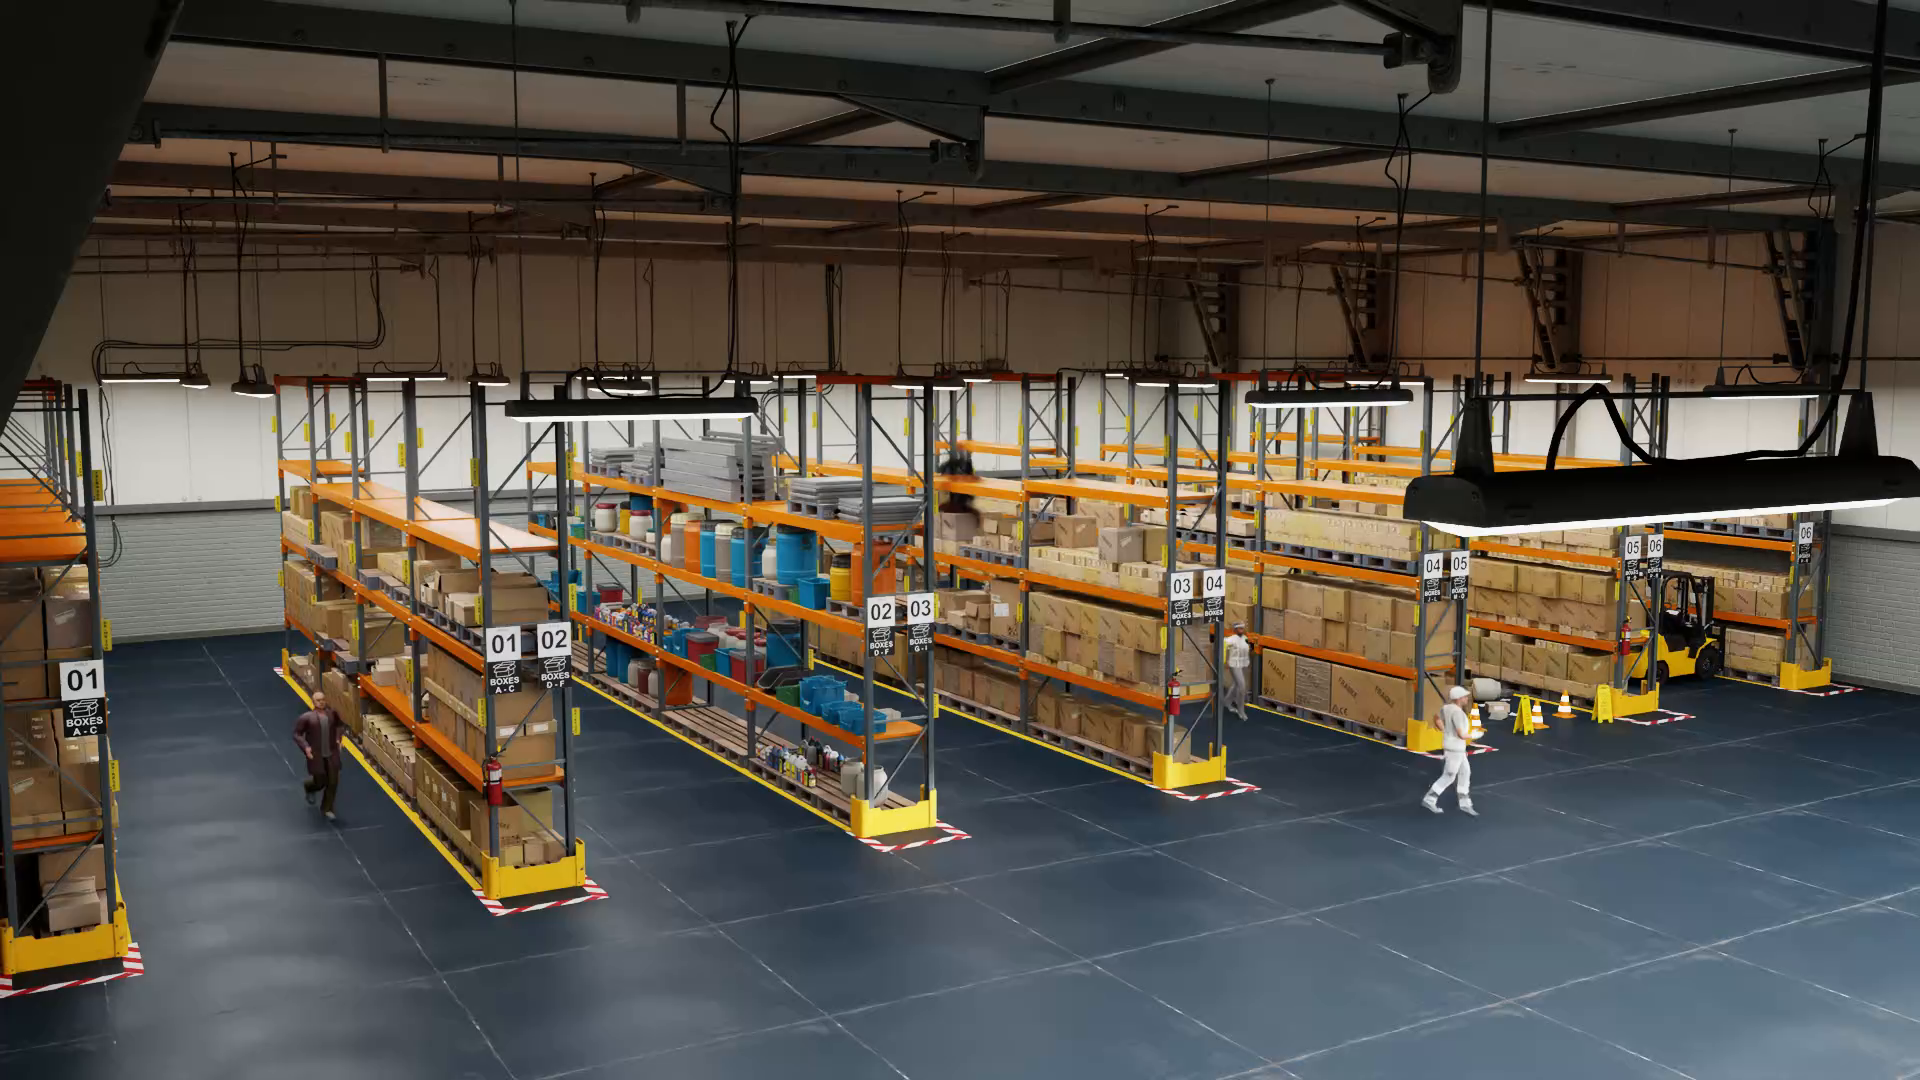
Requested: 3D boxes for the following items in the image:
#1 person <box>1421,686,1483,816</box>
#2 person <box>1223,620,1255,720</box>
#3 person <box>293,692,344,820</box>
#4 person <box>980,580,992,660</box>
[{"bbox_3d":[6.807,2.930,22.984,0.817,1.844,0.683,1,6,7],"label":"person"},{"bbox_3d":[4.905,2.281,29.393,0.546,1.753,0.770,-5,8,-38],"label":"person"},{"bbox_3d":[-8.834,2.961,22.997,0.711,1.743,0.756,-6,8,-42],"label":"person"},{"bbox_3d":[0.570,1.673,35.167,0.614,1.668,0.518,-3,7,-28],"label":"person"}]
